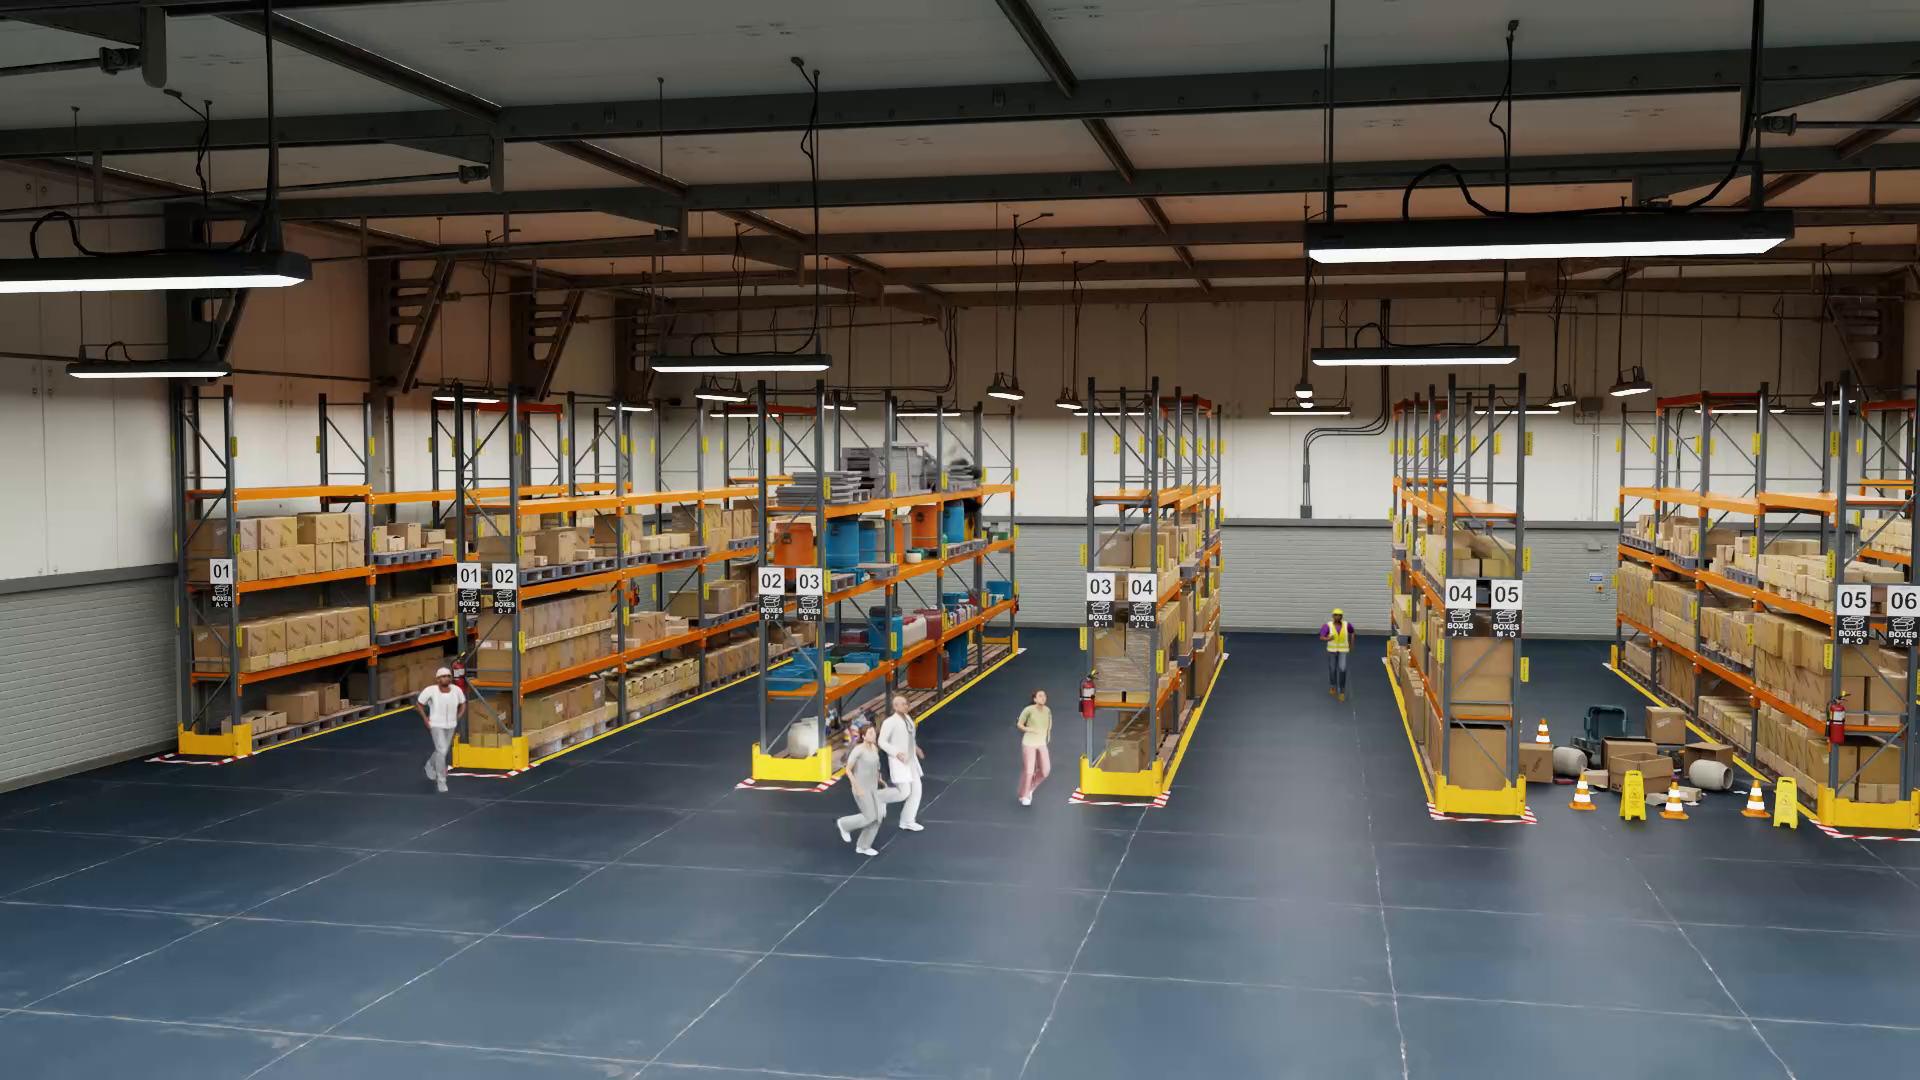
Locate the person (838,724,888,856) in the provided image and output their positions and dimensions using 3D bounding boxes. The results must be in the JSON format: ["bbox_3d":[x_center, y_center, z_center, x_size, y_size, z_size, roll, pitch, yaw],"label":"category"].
[{"bbox_3d":[-1.202,3.055,20.451,0.599,1.618,0.552,2,4,37],"label":"person"}]

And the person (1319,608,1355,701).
[{"bbox_3d":[7.491,2.267,33.058,0.689,1.841,0.810,1,3,12],"label":"person"}]

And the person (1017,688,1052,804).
[{"bbox_3d":[1.097,2.884,23.286,0.595,1.623,0.552,-1,3,-23],"label":"person"}]

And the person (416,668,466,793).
[{"bbox_3d":[-7.610,2.753,24.454,0.697,1.795,0.854,-3,4,-42],"label":"person"}]

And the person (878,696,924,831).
[{"bbox_3d":[-0.785,2.934,21.815,0.789,1.697,0.708,2,4,37],"label":"person"}]
